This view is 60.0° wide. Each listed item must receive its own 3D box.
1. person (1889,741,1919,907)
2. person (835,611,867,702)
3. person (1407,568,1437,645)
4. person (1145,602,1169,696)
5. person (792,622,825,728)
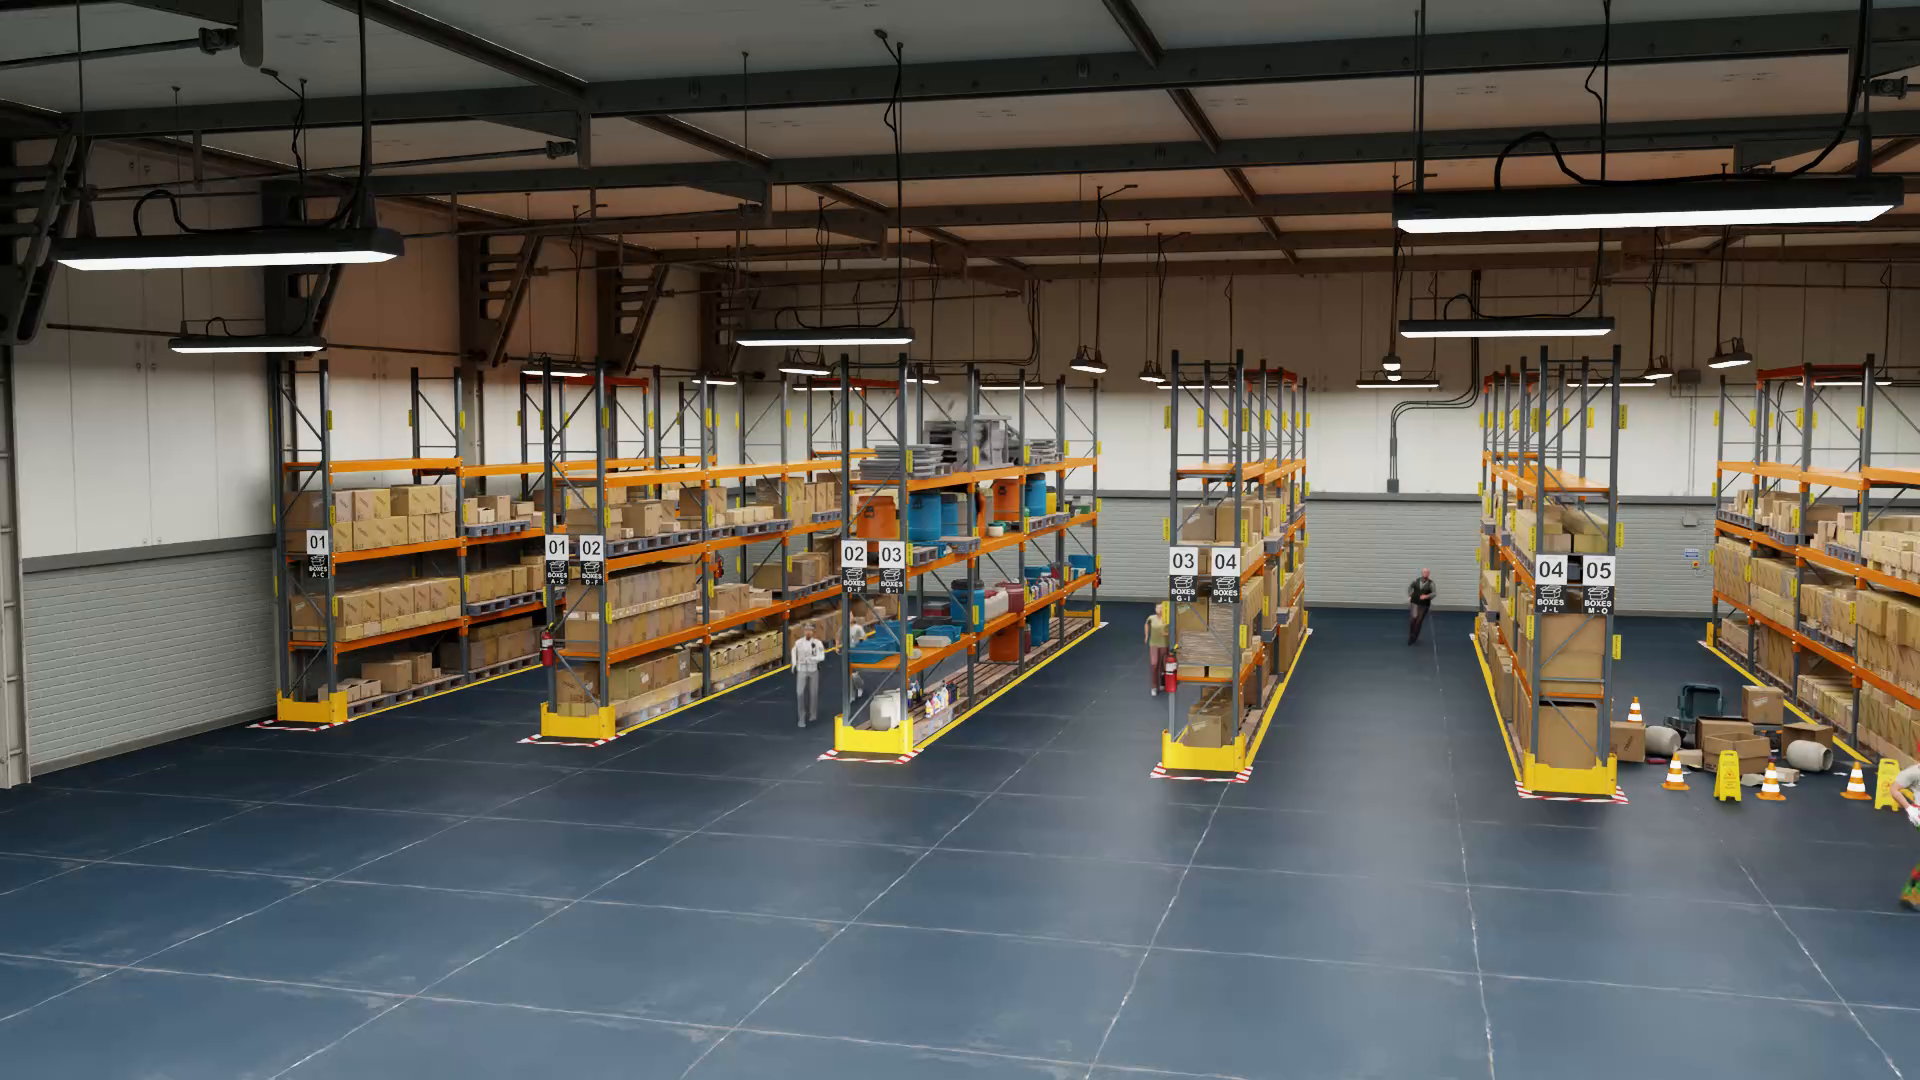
[{"bbox_3d":[9.897,2.903,16.880,0.637,1.796,0.655,-2,5,-31],"label":"person"},{"bbox_3d":[-1.950,2.057,29.618,0.582,1.635,0.565,1,4,15],"label":"person"},{"bbox_3d":[10.323,1.473,37.203,0.641,1.691,0.705,1,4,17],"label":"person"},{"bbox_3d":[3.656,1.958,30.402,0.578,1.680,0.882,1,4,11],"label":"person"},{"bbox_3d":[-2.510,2.202,27.250,0.541,1.749,0.732,0,4,1],"label":"person"}]
